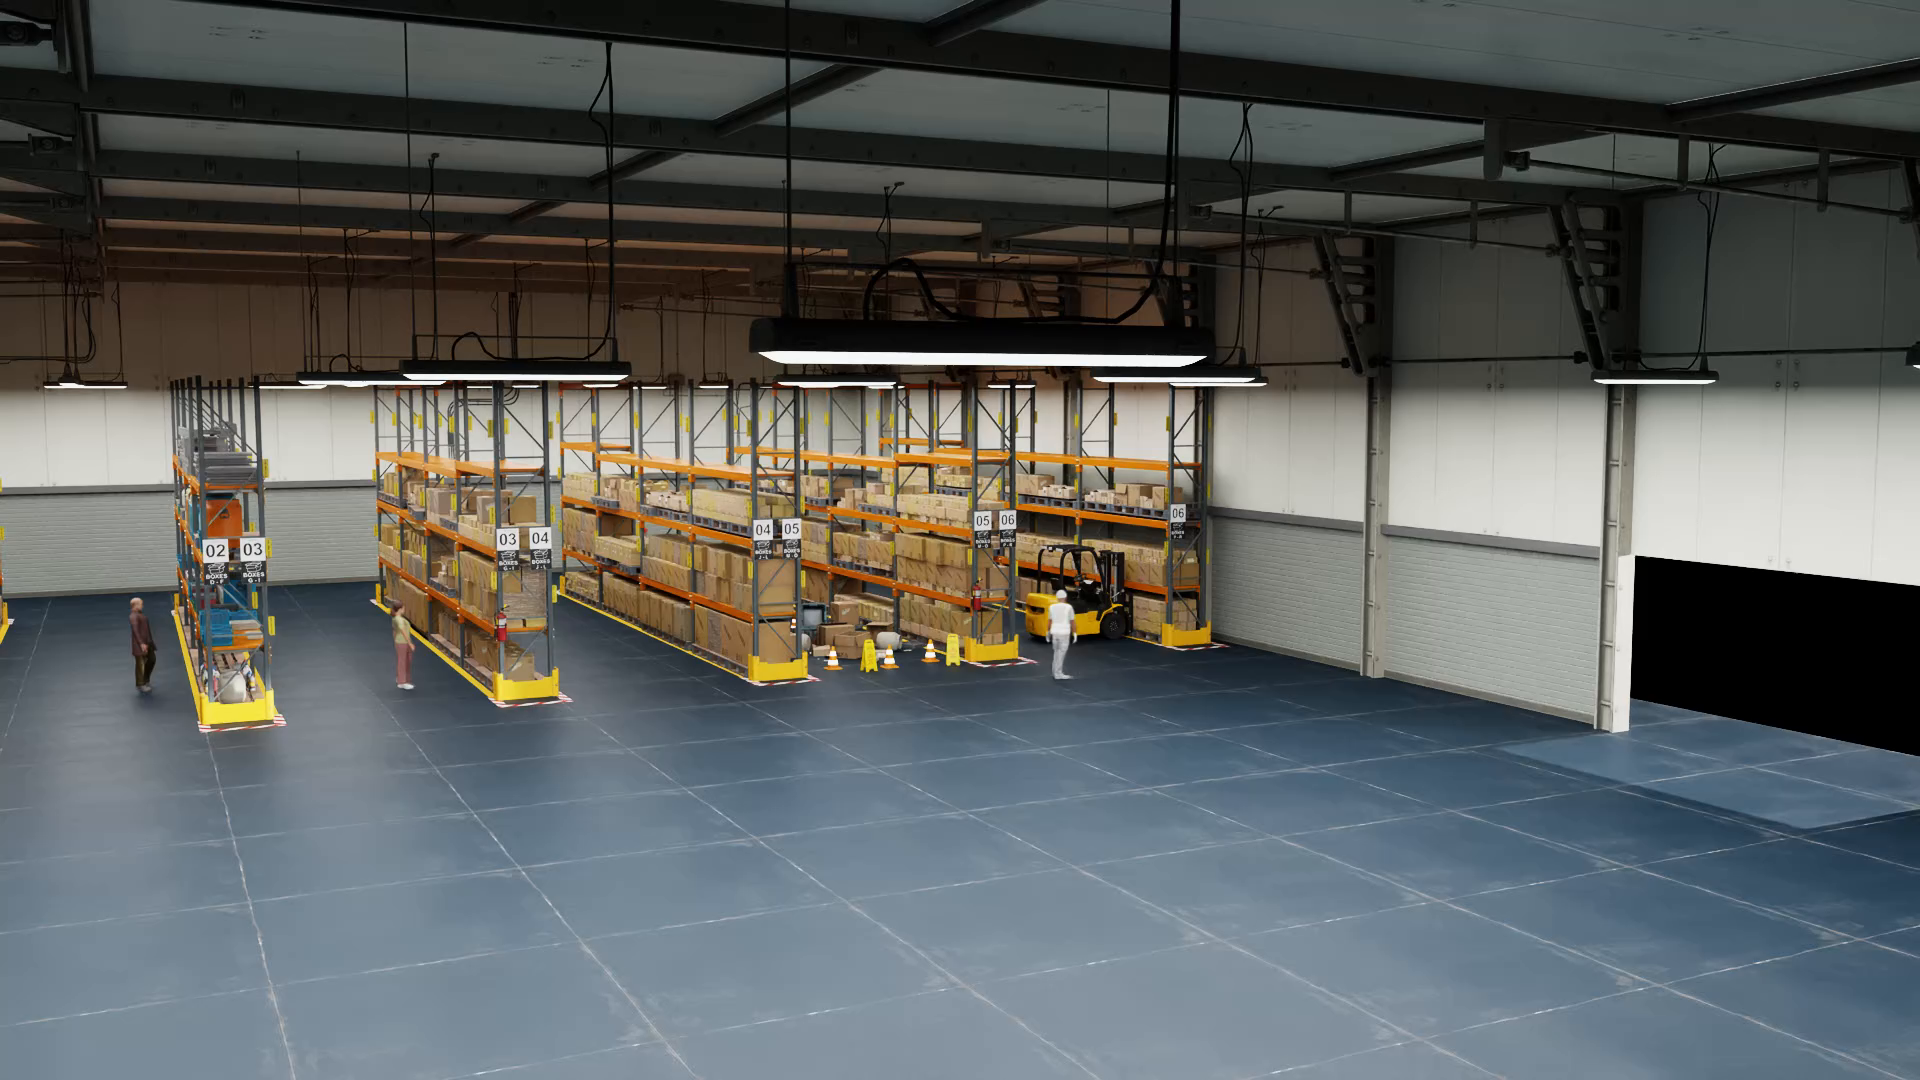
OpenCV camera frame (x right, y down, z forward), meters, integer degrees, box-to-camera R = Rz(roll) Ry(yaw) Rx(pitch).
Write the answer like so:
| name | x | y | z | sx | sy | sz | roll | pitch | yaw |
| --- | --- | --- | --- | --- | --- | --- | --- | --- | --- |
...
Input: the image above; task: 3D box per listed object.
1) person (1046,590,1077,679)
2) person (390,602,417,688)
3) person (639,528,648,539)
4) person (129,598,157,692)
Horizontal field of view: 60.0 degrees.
| name | x | y | z | sx | sy | sz | roll | pitch | yaw |
| --- | --- | --- | --- | --- | --- | --- | --- | --- | --- |
| person | 2.083 | 1.874 | 33.284 | 0.578 | 1.778 | 0.587 | 5 | 7 | 42 |
| person | -10.751 | 2.042 | 32.138 | 0.469 | 1.722 | 0.467 | -1 | 5 | -6 |
| person | -9.247 | 0.524 | 48.491 | 0.621 | 1.813 | 0.363 | 1 | 5 | 11 |
| person | -15.708 | 2.010 | 31.947 | 0.499 | 1.818 | 0.673 | 0 | 5 | 3 |
